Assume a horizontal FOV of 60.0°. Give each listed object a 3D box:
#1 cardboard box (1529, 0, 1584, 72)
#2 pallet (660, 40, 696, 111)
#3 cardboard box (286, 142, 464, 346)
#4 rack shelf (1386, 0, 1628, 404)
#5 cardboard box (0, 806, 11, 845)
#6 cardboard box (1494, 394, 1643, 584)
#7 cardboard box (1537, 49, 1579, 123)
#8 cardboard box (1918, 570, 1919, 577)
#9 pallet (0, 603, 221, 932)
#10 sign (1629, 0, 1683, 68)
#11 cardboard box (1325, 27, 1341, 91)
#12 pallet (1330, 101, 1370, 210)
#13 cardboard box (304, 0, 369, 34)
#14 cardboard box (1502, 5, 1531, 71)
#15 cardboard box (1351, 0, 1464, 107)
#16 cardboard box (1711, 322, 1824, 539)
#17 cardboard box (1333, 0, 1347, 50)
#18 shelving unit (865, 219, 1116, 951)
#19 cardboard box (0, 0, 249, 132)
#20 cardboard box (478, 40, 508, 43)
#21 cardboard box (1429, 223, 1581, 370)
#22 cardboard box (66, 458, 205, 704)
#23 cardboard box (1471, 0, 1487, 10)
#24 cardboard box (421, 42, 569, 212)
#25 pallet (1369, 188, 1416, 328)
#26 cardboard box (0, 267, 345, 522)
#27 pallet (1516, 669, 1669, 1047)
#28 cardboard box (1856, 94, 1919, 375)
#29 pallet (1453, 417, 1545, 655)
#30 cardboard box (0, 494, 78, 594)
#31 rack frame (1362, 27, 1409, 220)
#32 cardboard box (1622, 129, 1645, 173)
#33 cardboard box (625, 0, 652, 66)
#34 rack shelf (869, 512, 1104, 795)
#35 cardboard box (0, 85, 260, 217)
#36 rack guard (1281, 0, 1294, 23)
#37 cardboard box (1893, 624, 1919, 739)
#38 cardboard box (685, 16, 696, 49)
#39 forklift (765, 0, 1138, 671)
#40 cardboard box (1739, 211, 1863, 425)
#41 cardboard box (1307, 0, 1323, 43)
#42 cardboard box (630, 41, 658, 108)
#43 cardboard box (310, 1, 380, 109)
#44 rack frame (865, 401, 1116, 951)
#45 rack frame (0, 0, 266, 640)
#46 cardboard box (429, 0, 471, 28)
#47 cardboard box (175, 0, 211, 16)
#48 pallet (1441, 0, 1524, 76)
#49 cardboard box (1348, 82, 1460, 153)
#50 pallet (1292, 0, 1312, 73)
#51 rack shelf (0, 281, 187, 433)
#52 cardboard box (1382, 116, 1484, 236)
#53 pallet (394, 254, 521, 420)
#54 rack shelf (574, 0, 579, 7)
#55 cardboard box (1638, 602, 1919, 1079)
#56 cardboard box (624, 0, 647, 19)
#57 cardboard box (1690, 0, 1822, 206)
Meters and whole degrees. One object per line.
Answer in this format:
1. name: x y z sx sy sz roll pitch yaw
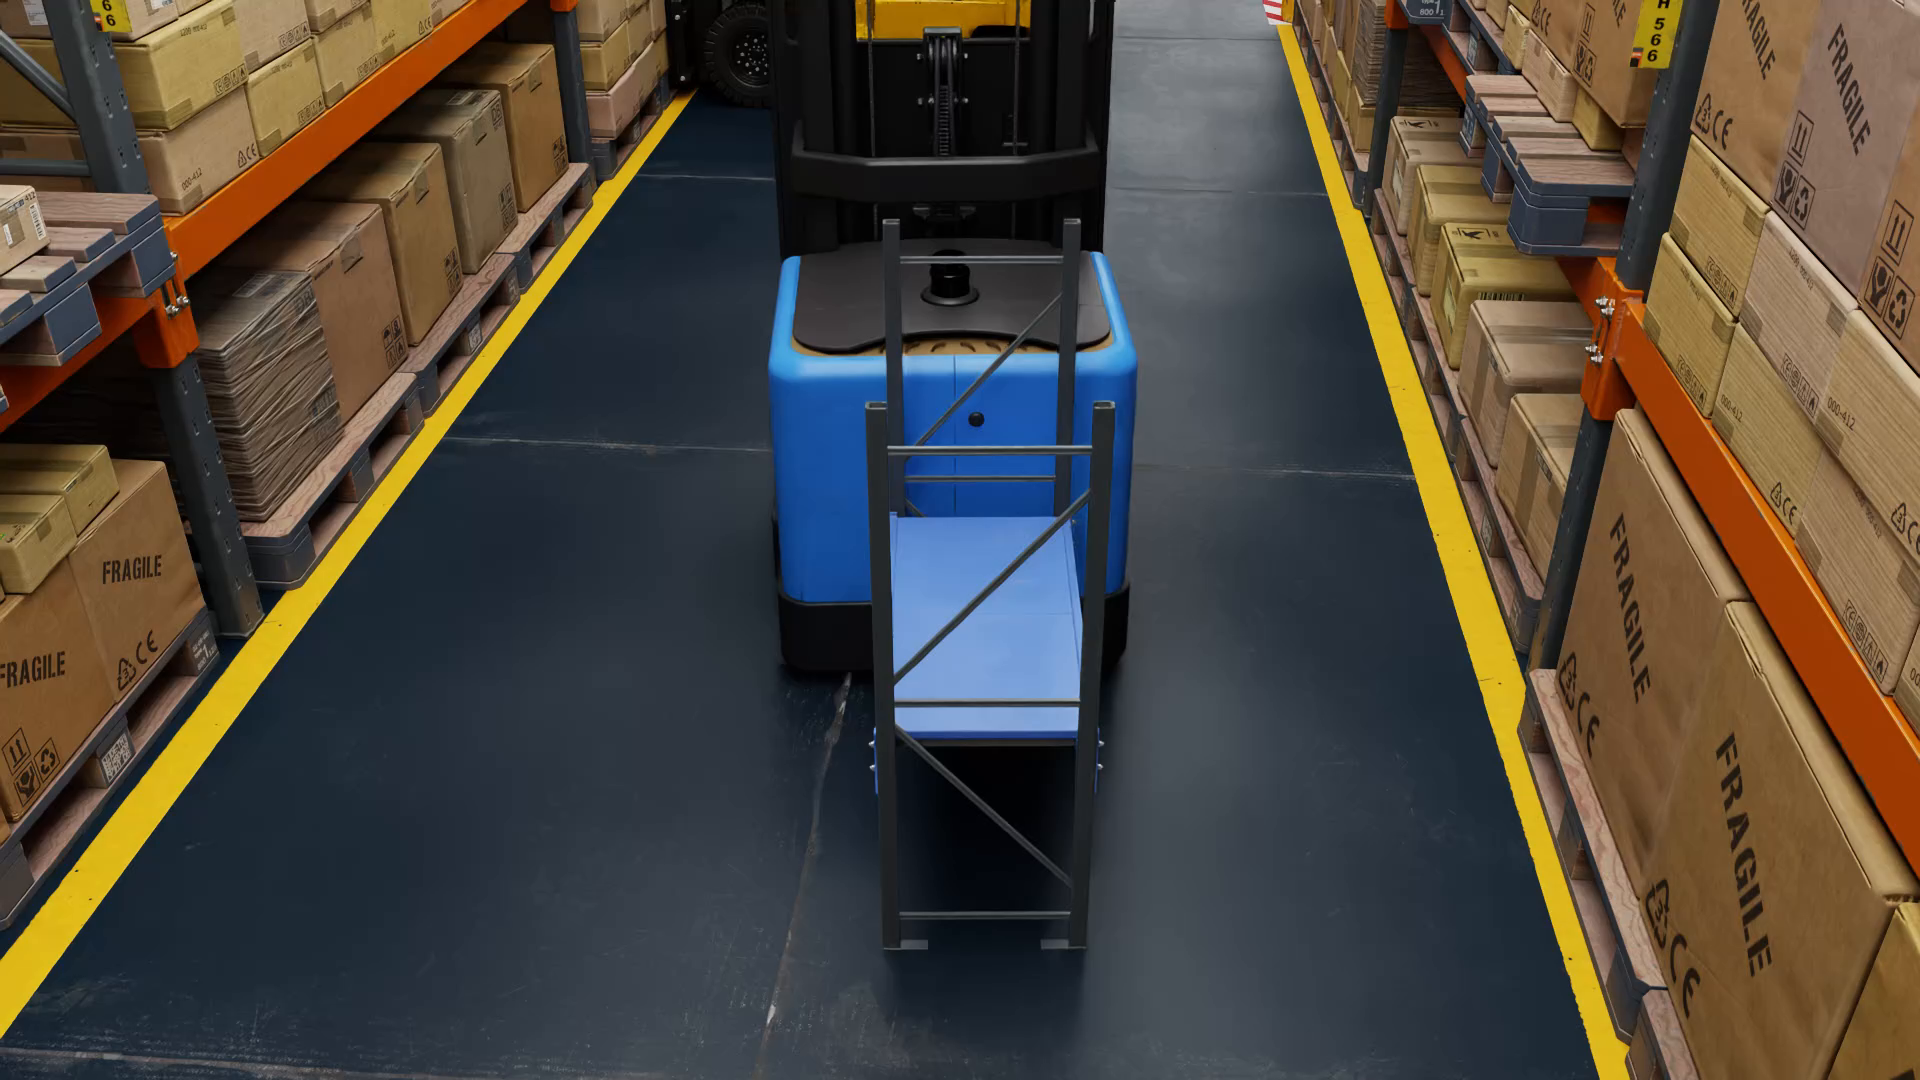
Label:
1. cardboard box: 2.005 -1.674 4.828 0.500 0.500 0.500 2 32 3
2. pallet: -2.205 -2.974 10.374 1.003 0.211 1.213 2 32 4
3. cardboard box: -2.570 -1.203 6.706 0.875 0.625 0.625 1 32 2
4. rack shelf: 2.376 -1.545 6.084 1.077 0.370 4.000 2 32 4
5. cardboard box: -2.645 0.635 3.843 0.500 0.500 0.500 4 32 6
6. cardboard box: 2.269 -0.161 5.256 0.950 0.372 0.625 0 32 1
7. cardboard box: 1.931 -1.336 4.897 0.380 0.149 0.250 2 32 4
8. cardboard box: 1.776 0.095 2.403 0.500 0.250 0.500 3 32 5
9. pallet: -2.833 0.560 4.640 1.003 0.211 1.213 2 32 4
10. sign: 1.672 -1.283 3.945 0.100 0.325 0.005 2 32 4
11. cardboard box: 2.399 -2.770 9.607 0.500 0.250 0.500 3 32 5
12. pallet: 2.559 -2.063 8.896 1.003 0.211 1.213 2 32 4
13. cardboard box: -2.352 -1.921 5.674 0.500 0.250 0.500 2 32 3
14. cardboard box: 1.968 -1.612 5.345 0.380 0.149 0.250 3 32 5
15. cardboard box: 2.320 -2.545 8.527 0.500 0.500 0.500 2 32 3
16. cardboard box: 1.899 -0.227 3.403 0.500 0.250 0.500 2 32 3
17. cardboard box: 2.400 -3.078 9.392 0.500 0.500 0.500 4 32 7
18. shelving unit: 0.058 0.101 4.157 0.538 1.500 1.048 0 32 0
19. cardboard box: -2.430 -1.385 4.805 0.500 0.250 0.500 2 32 4
20. cardboard box: -2.573 -2.592 8.840 0.500 0.250 0.500 2 32 3
21. cardboard box: 2.389 -0.943 6.526 0.950 0.372 0.625 3 32 6
22. cardboard box: -2.554 0.100 4.711 0.500 0.500 0.500 3 32 5
23. cardboard box: 2.045 -2.013 5.997 0.380 0.149 0.250 4 32 6
24. cardboard box: -2.440 -2.002 8.002 0.875 0.625 0.625 4 32 6
25. pallet: 2.477 -1.303 7.663 1.003 0.211 1.213 2 32 4
26. cardboard box: -2.670 -0.509 5.580 0.875 0.625 0.625 3 32 6
27. pallet: 2.074 0.791 4.266 1.003 0.211 1.213 2 32 4
28. cardboard box: 1.841 -0.497 2.648 0.500 0.500 0.500 3 32 5
29. pallet: 2.279 -0.027 5.592 1.003 0.211 1.213 2 32 4
30. cardboard box: -2.513 0.007 4.244 0.380 0.149 0.250 1 32 1
31. rack frame: 2.539 -2.897 7.592 1.000 3.000 0.127 2 32 4
32. cardboard box: 2.006 -1.059 4.448 0.380 0.149 0.250 4 32 6
33. cardboard box: -2.022 -2.831 9.229 0.500 0.250 0.500 2 32 4
34. rack shelf: 0.058 0.254 4.251 0.538 0.185 1.000 0 32 0
35. cardboard box: -2.454 -1.173 4.938 0.500 0.250 0.500 3 32 4
36. rack guard: 2.859 -3.885 11.577 1.175 0.500 0.348 2 32 4
37. cardboard box: 1.813 0.305 2.539 0.500 0.250 0.500 2 32 4
38. cardboard box: -1.926 -3.154 10.230 0.500 0.250 0.500 3 32 6
39. forklift: -0.073 -1.596 5.545 1.130 2.935 3.031 -1 32 -2
40. cardboard box: 1.883 -0.430 3.255 0.500 0.250 0.500 3 32 5
41. cardboard box: 2.474 -3.320 10.499 0.500 0.250 0.500 4 32 6
42. cardboard box: -2.013 -2.620 9.363 0.500 0.250 0.500 2 32 3
43. cardboard box: -2.374 -1.706 5.802 0.500 0.250 0.500 1 32 2
44. rack frame: 0.060 0.368 3.724 0.500 1.500 0.032 0 32 0
45. rack frame: -2.734 -1.016 4.539 1.000 3.000 0.127 2 32 4
46. cardboard box: -2.295 -2.247 6.680 0.500 0.250 0.500 3 32 4
47. cardboard box: -2.394 -1.628 4.819 0.380 0.149 0.250 3 32 5
48. pallet: 2.334 -1.761 5.931 1.003 0.211 1.213 2 32 4
49. cardboard box: 2.319 -2.226 8.723 0.500 0.250 0.500 4 32 6
50. pallet: 2.757 -3.339 10.966 1.003 0.211 1.213 2 32 4
51. rack shelf: -2.897 0.337 3.031 1.077 0.370 4.000 2 32 4
52. cardboard box: 2.499 -1.683 7.726 0.950 0.372 0.625 3 32 5
53. pallet: -2.526 -0.893 6.999 1.003 0.211 1.213 2 32 4
54. rack shelf: -2.246 -3.847 9.819 1.077 0.370 4.000 2 32 4
55. cardboard box: 1.998 0.744 3.308 0.875 0.875 0.875 3 32 5
56. cardboard box: -2.005 -3.048 9.104 0.500 0.250 0.500 3 32 4
57. cardboard box: 1.930 -1.026 3.508 0.500 0.500 0.500 1 32 2
